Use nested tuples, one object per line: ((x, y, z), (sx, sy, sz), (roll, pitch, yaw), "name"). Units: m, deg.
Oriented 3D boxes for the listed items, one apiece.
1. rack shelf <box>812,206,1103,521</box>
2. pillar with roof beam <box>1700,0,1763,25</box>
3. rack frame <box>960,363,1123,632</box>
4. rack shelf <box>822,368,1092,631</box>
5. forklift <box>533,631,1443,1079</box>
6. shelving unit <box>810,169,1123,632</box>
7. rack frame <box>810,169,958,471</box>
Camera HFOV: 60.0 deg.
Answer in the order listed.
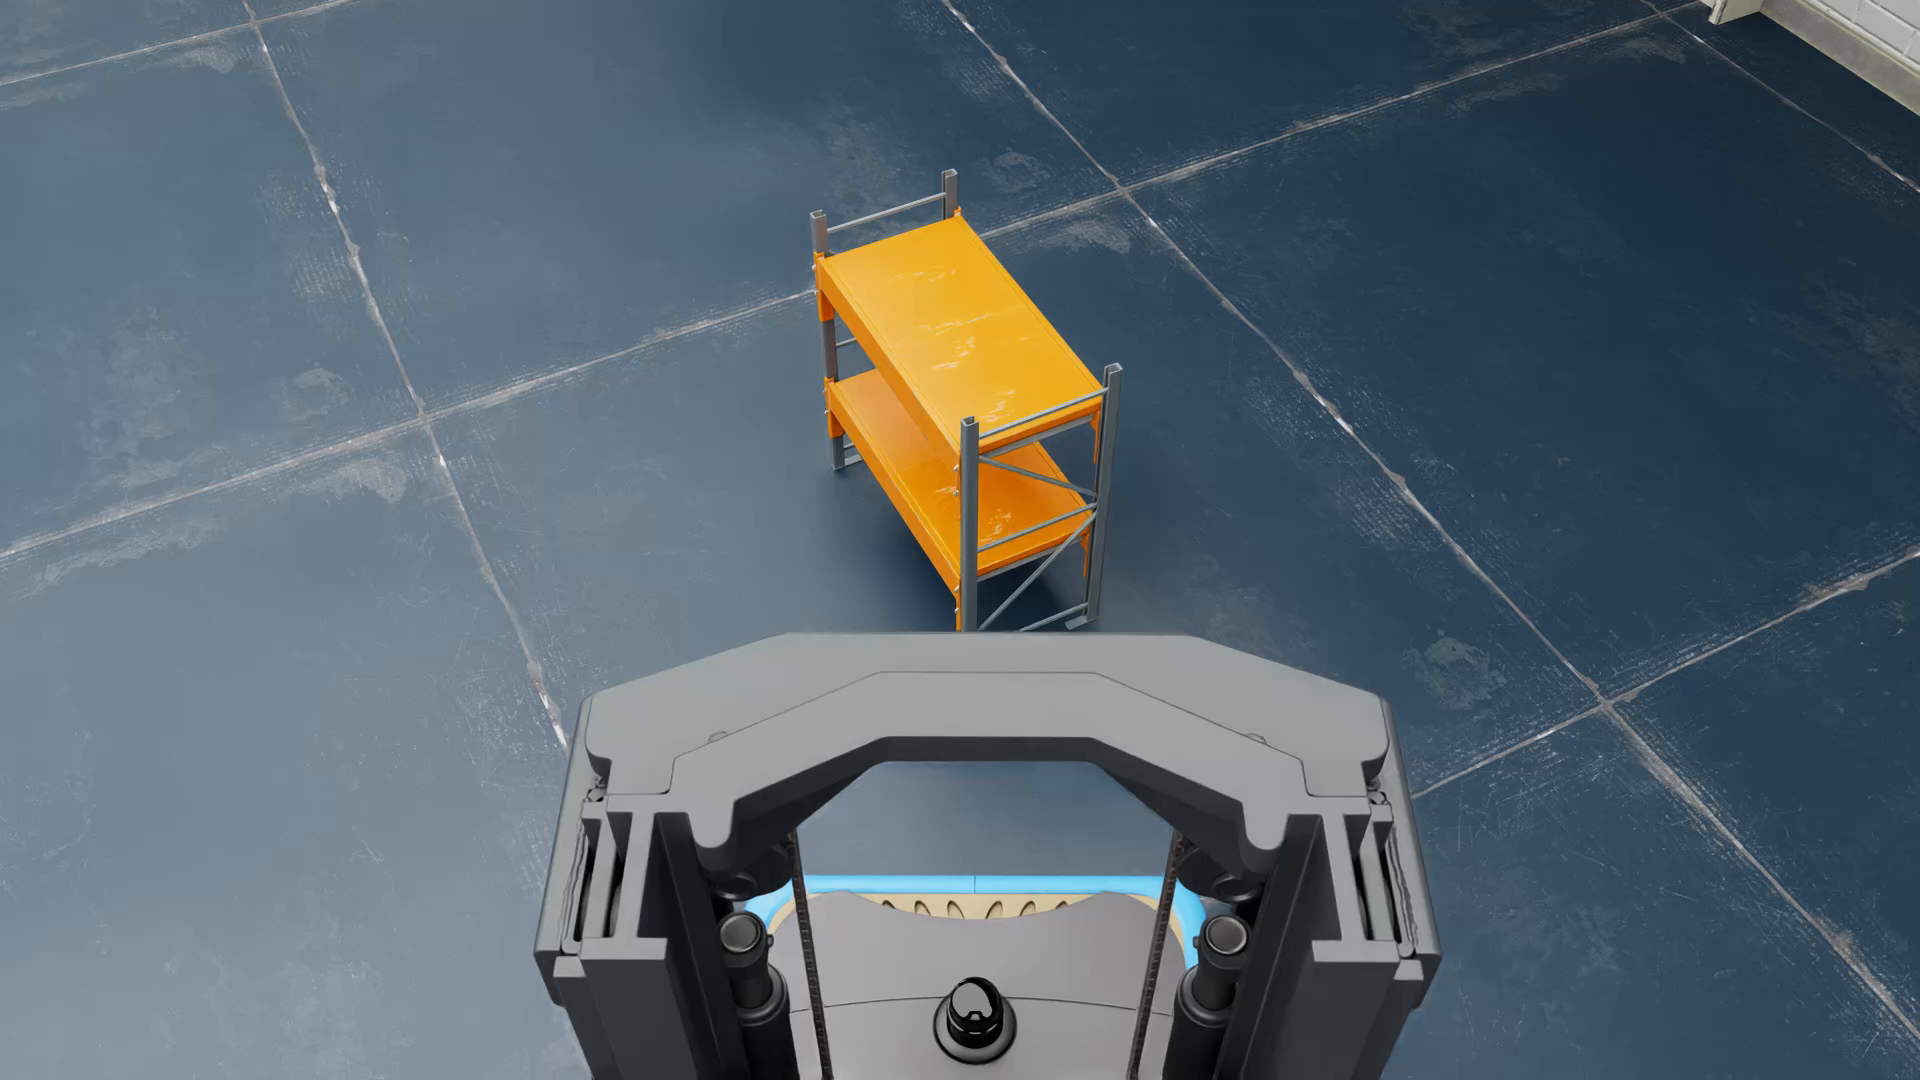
((-0.003, -0.568, 5.110), (0.538, 0.278, 1.000), (-21, 52, -18), "rack shelf")
((-0.196, -4.107, 3.364), (9.100, 9.000, 0.400), (-21, 52, -18), "pillar with roof beam")
((0.230, -0.035, 5.033), (0.500, 1.125, 0.032), (-21, 52, -18), "rack frame")
((-0.003, -0.214, 5.515), (0.538, 0.278, 1.000), (-21, 52, -18), "rack shelf")
((0.026, 1.598, 2.405), (1.130, 2.935, 3.031), (0, 49, 0), "forklift")
((-0.003, -0.375, 5.331), (0.538, 1.125, 1.048), (-21, 52, -18), "shelving unit")
((-0.236, -0.715, 5.628), (0.500, 1.125, 0.032), (-21, 52, -18), "rack frame")
